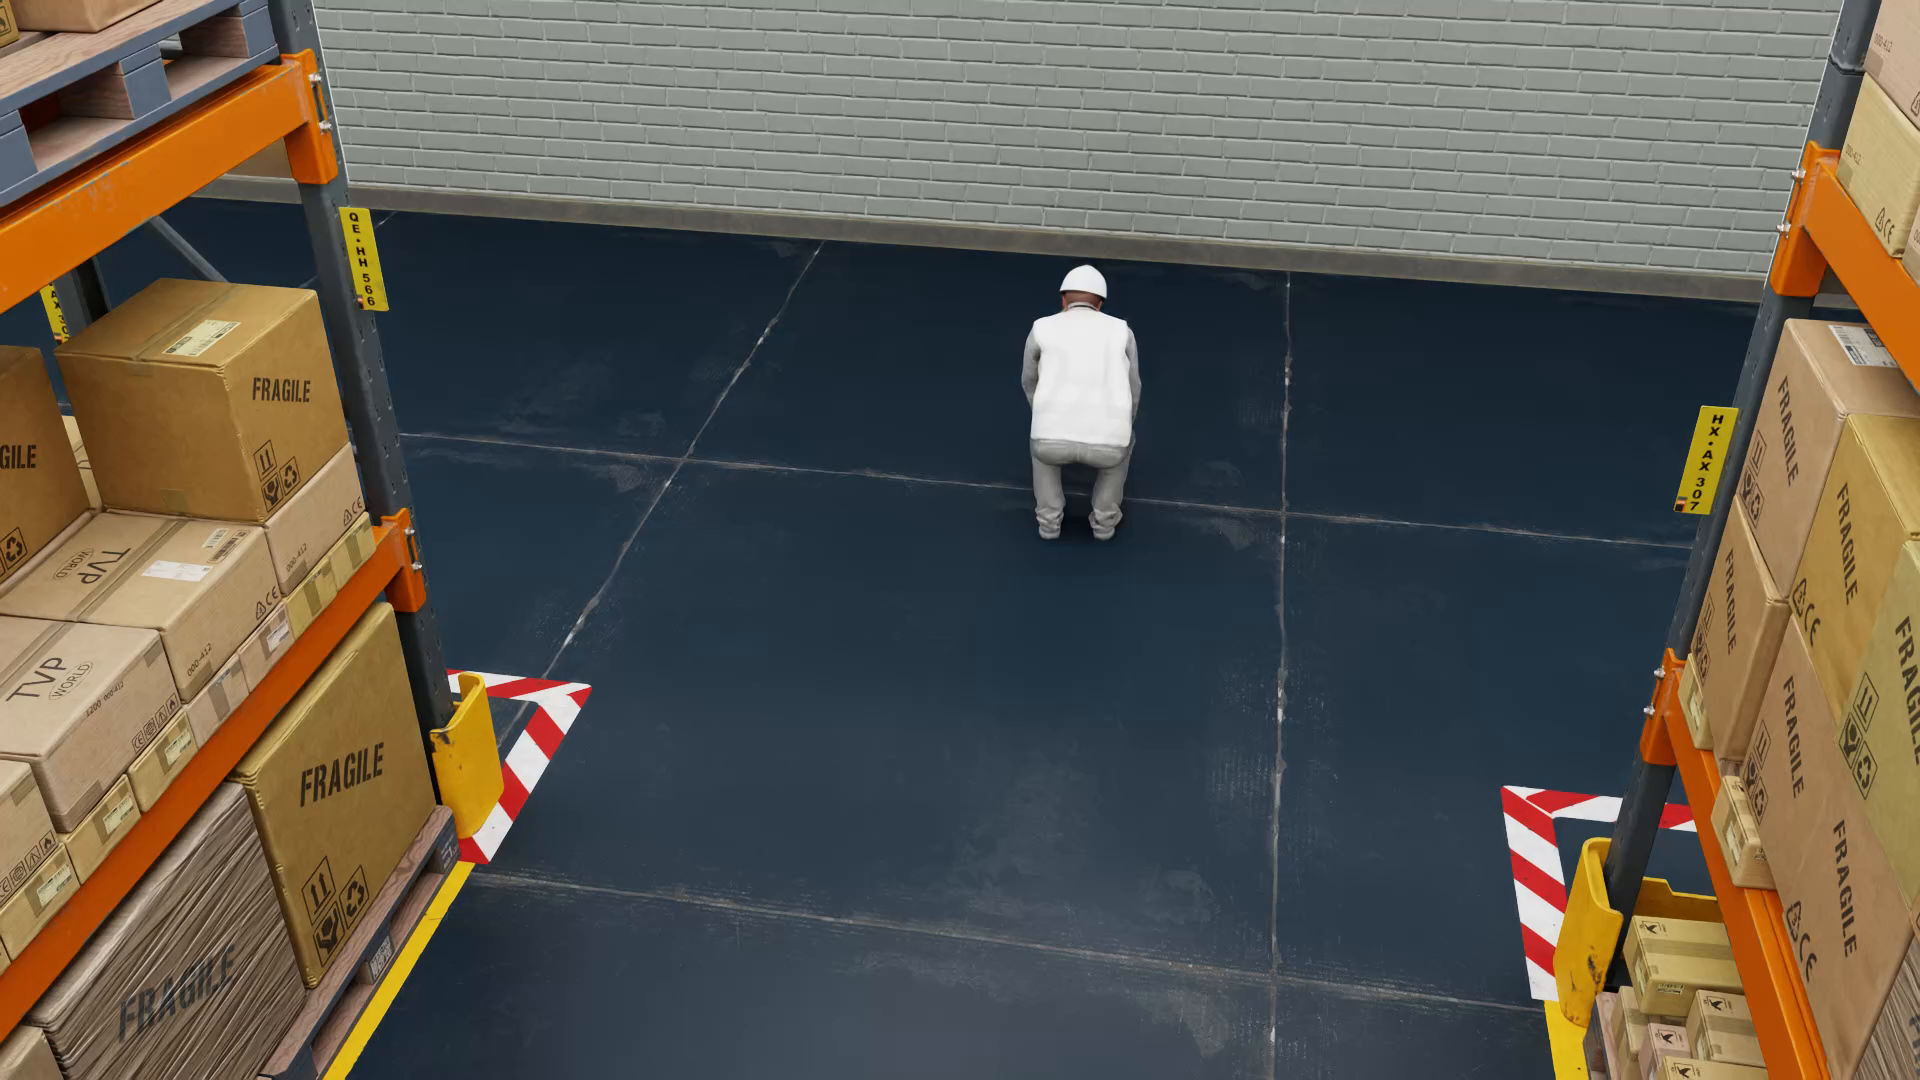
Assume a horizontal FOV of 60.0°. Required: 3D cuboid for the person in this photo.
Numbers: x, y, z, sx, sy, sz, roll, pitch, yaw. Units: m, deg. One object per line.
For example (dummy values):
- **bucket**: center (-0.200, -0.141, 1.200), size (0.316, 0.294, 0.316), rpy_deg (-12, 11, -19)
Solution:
- **person**: center (0.538, -0.598, 7.654), size (0.560, 1.147, 0.862), rpy_deg (5, 33, 8)
